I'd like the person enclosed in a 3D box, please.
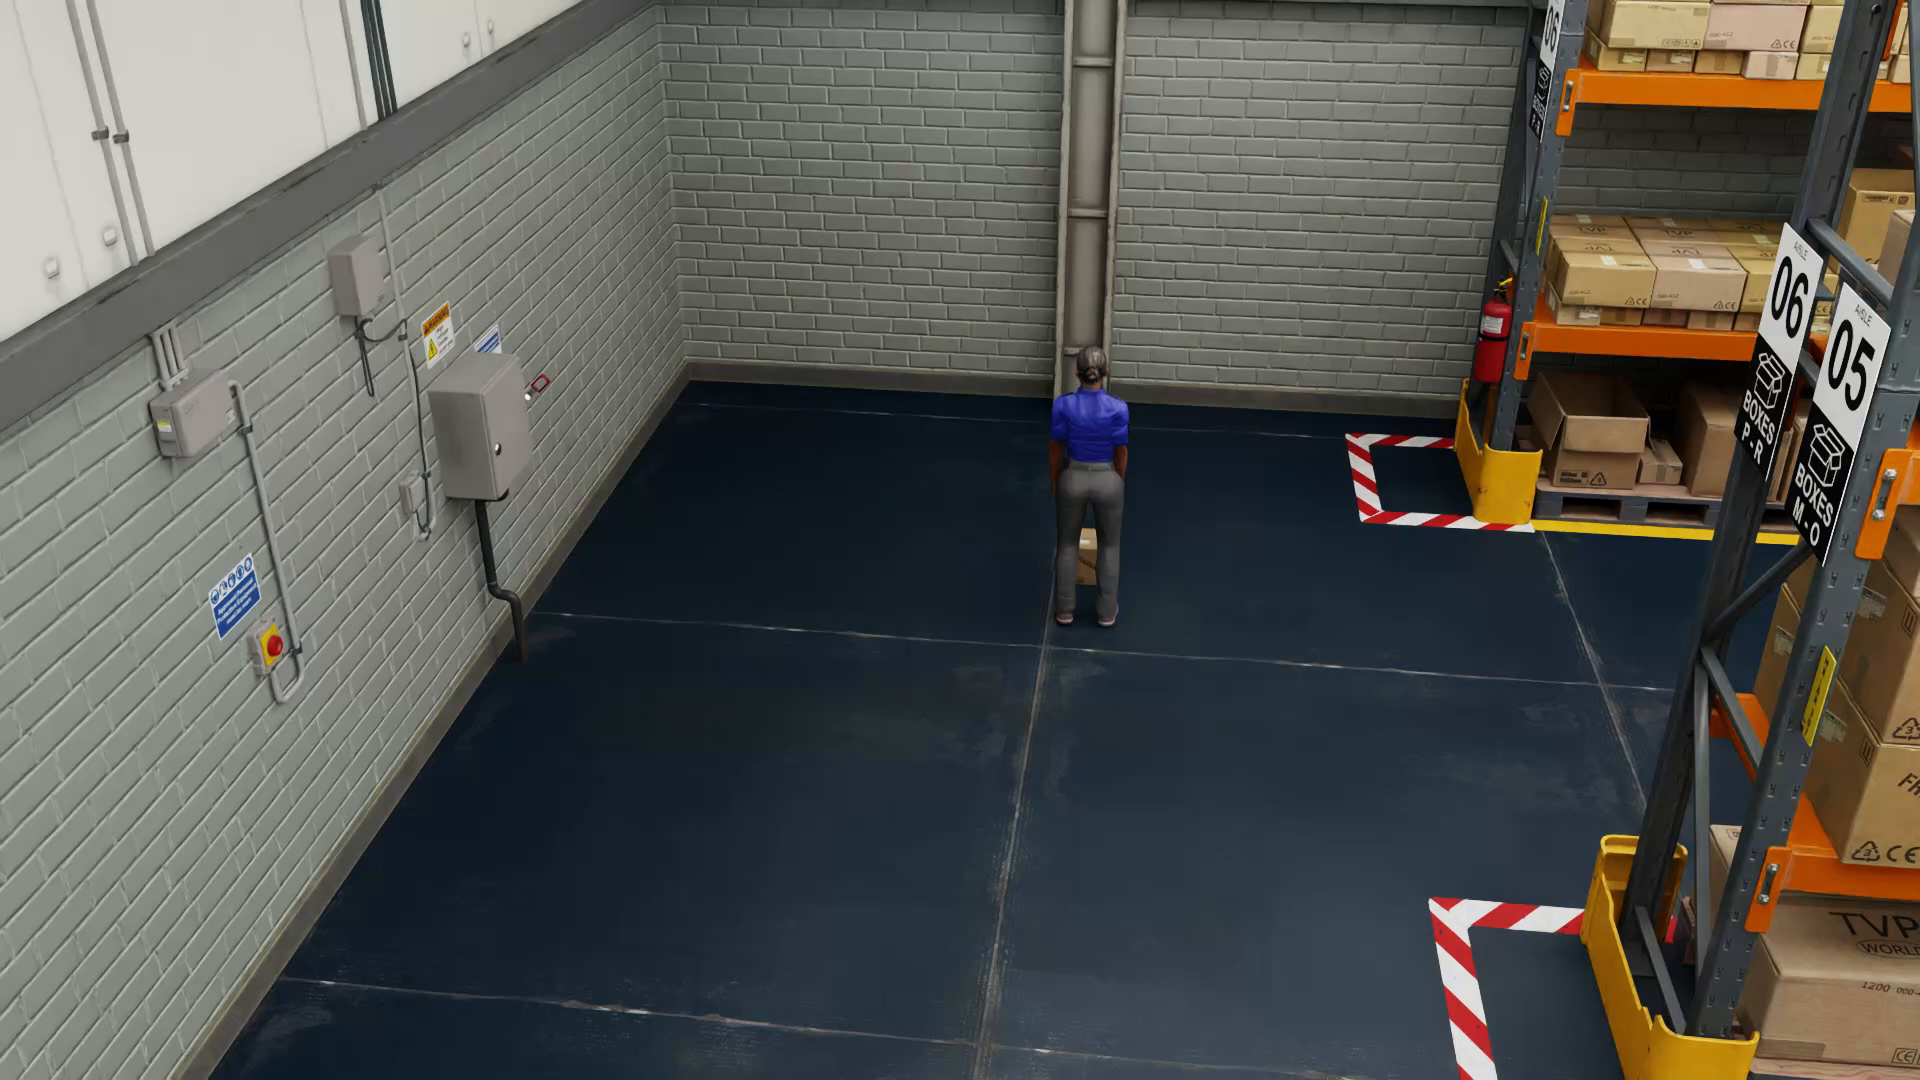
[{"bbox_3d":[0.701,-0.287,9.185,0.439,1.638,0.308,4,29,7],"label":"person"}]
